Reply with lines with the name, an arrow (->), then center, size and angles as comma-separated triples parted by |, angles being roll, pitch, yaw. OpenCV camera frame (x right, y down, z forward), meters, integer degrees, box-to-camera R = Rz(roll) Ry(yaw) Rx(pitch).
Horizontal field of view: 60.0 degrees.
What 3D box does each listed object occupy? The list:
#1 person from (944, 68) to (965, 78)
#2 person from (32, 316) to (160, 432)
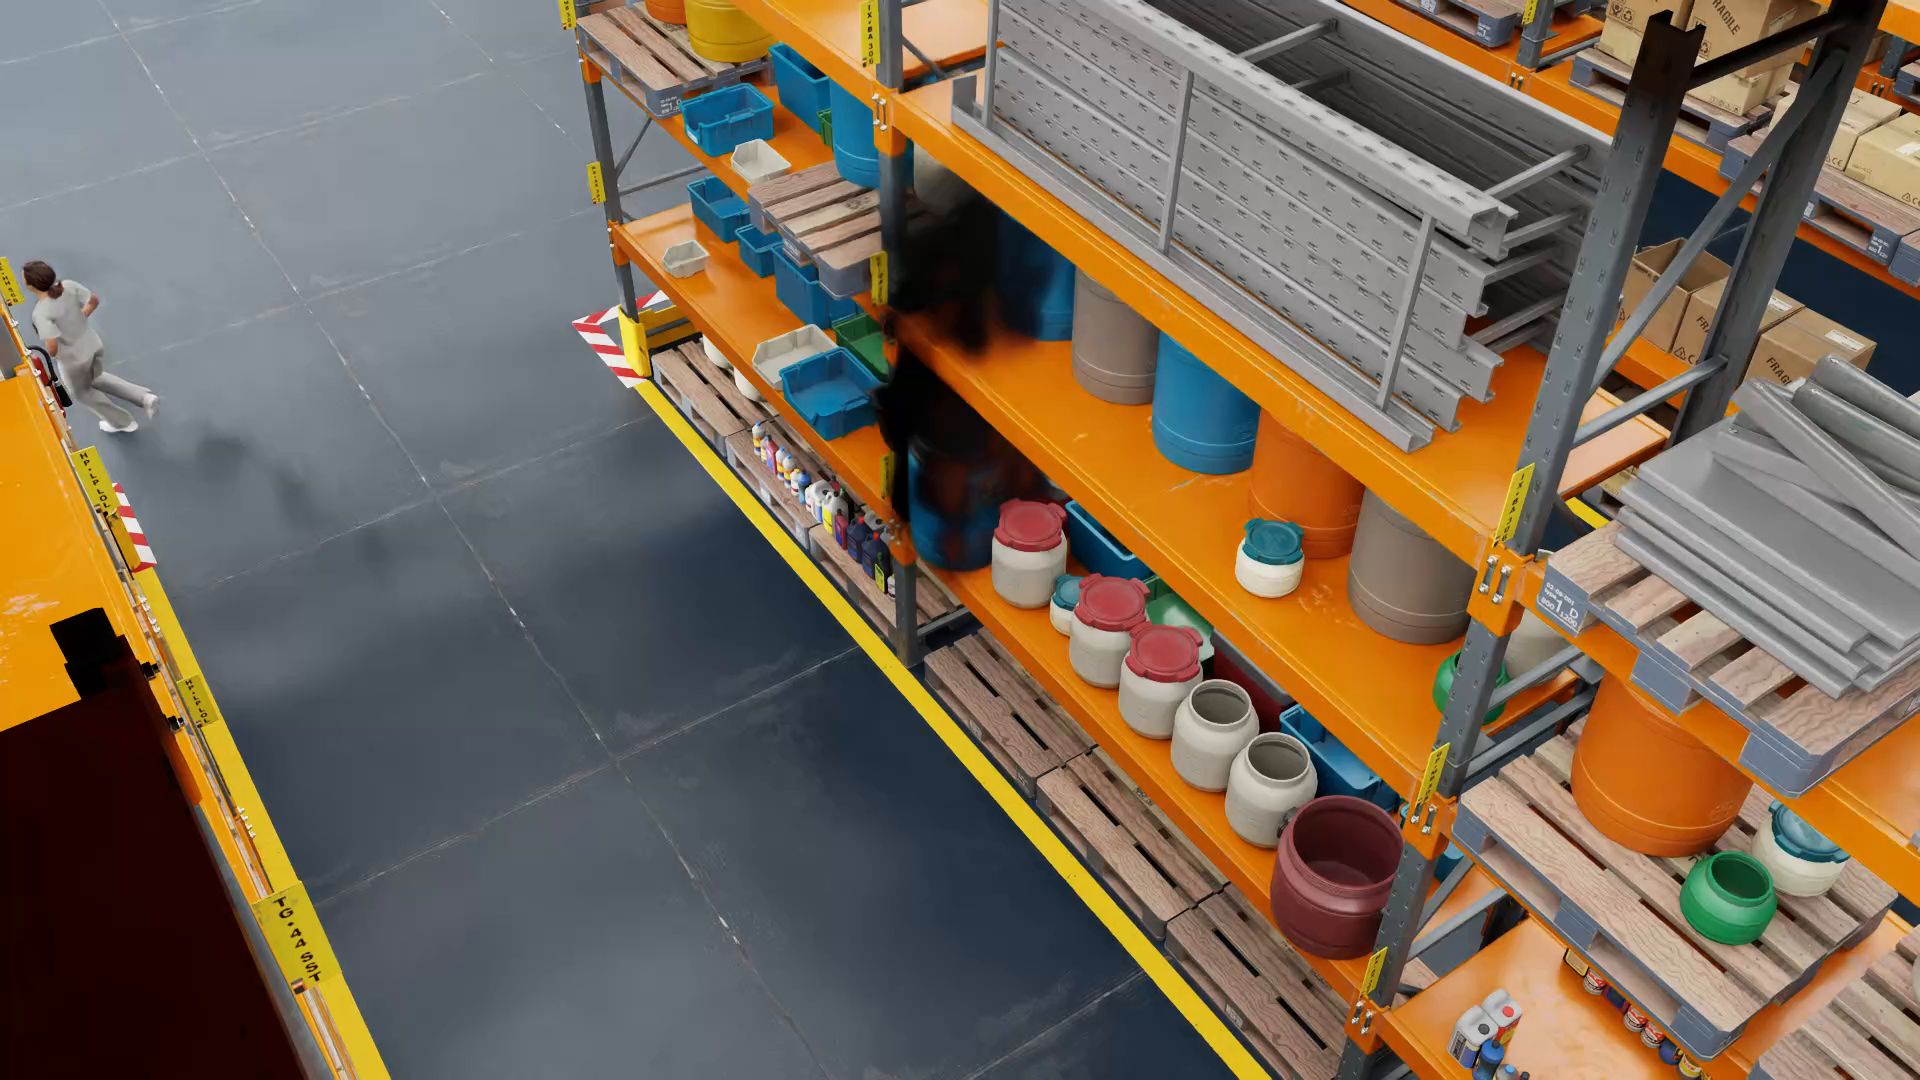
person -> -0.333, -4.856, 15.737 | 0.890, 1.823, 0.664 | -3, 43, -3
person -> -6.304, -1.204, 12.206 | 0.576, 1.189, 0.379 | 8, 43, 8
